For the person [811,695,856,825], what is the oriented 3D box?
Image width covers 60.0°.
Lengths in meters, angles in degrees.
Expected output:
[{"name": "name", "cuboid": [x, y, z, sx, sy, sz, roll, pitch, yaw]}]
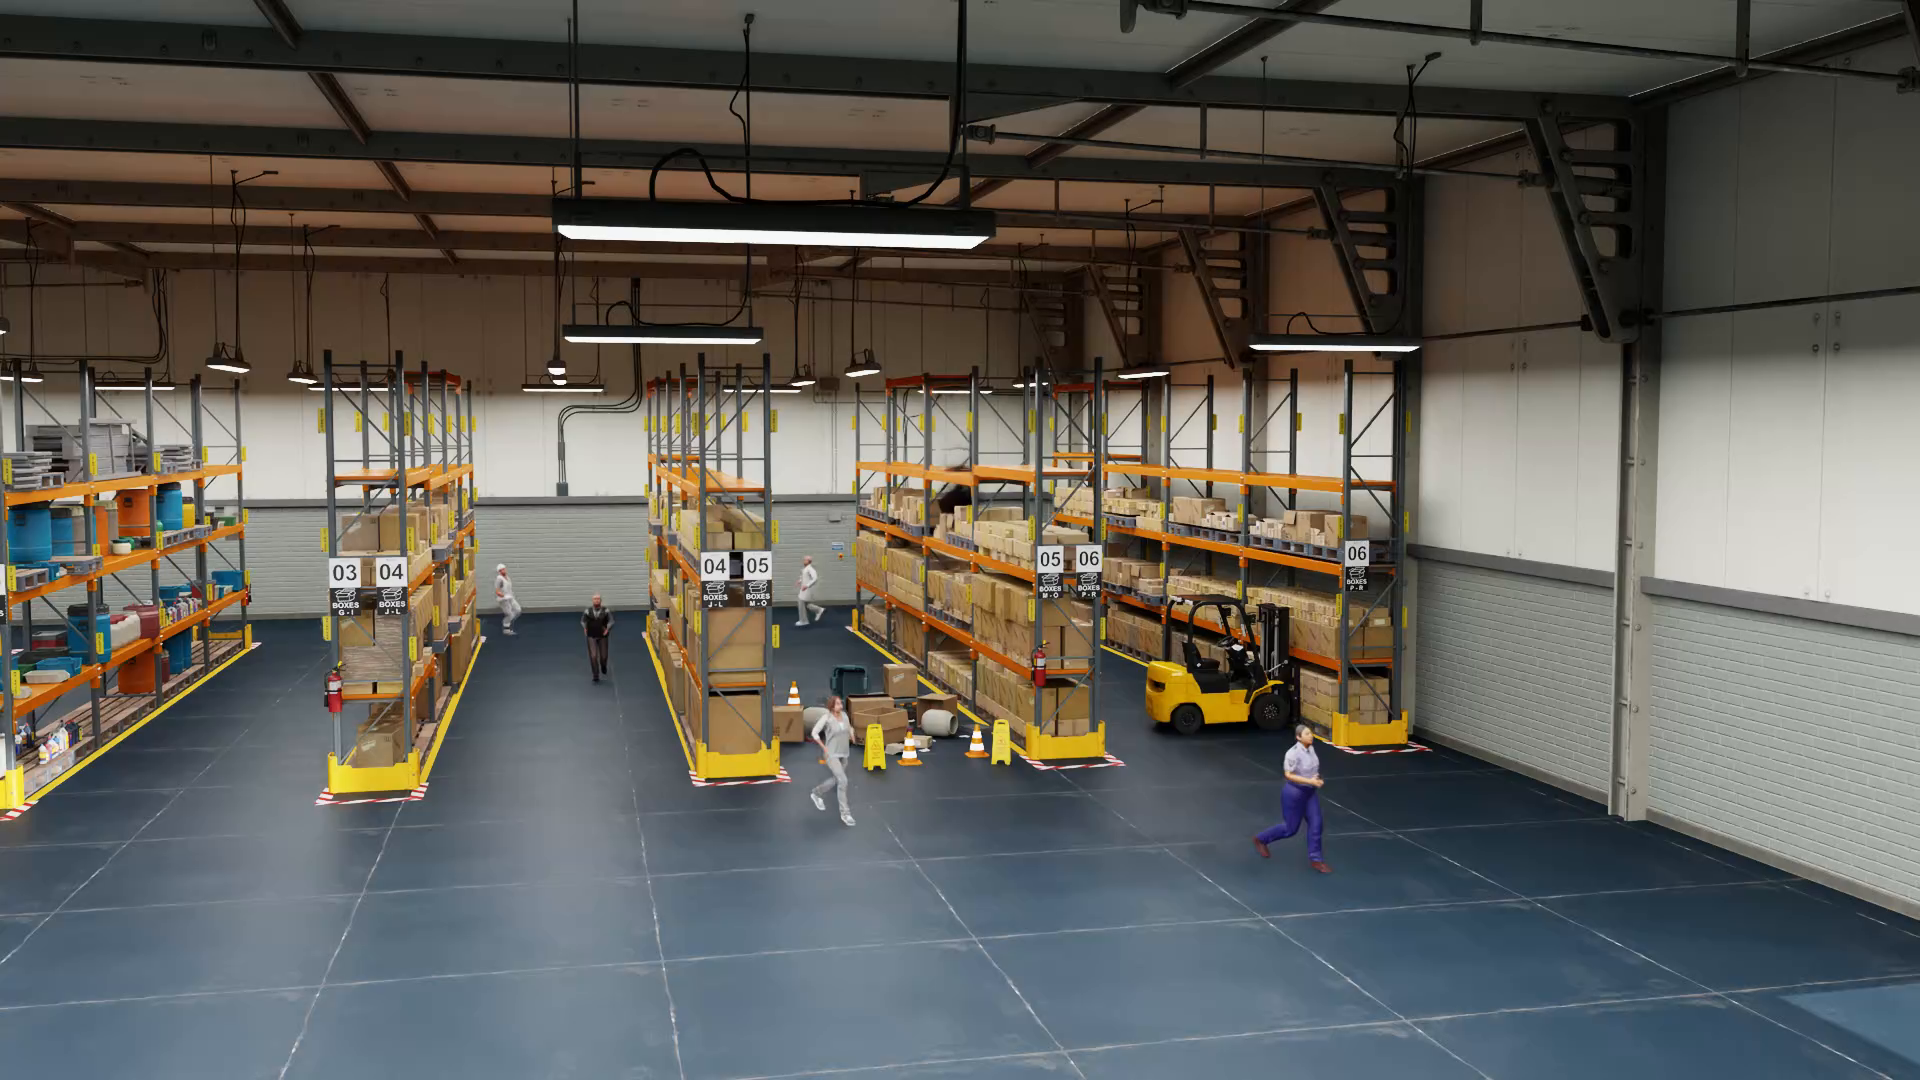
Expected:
[{"name": "person", "cuboid": [-1.582, 2.791, 21.018, 0.815, 1.514, 0.526, 4, 6, 44]}]

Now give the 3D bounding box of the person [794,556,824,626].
[{"name": "person", "cuboid": [-3.731, 1.302, 41.429, 0.771, 1.669, 0.729, -1, 4, -16]}]

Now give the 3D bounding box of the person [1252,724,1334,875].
[{"name": "person", "cuboid": [3.794, 2.890, 18.745, 0.914, 1.655, 0.615, 4, 5, 42]}]

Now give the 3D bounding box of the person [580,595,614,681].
[{"name": "person", "cuboid": [-7.102, 1.902, 32.541, 0.660, 1.674, 0.626, -1, 4, -10]}]

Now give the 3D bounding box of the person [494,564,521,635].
[{"name": "person", "cuboid": [-10.658, 1.412, 39.112, 0.572, 1.721, 0.682, 1, 4, 18]}]
